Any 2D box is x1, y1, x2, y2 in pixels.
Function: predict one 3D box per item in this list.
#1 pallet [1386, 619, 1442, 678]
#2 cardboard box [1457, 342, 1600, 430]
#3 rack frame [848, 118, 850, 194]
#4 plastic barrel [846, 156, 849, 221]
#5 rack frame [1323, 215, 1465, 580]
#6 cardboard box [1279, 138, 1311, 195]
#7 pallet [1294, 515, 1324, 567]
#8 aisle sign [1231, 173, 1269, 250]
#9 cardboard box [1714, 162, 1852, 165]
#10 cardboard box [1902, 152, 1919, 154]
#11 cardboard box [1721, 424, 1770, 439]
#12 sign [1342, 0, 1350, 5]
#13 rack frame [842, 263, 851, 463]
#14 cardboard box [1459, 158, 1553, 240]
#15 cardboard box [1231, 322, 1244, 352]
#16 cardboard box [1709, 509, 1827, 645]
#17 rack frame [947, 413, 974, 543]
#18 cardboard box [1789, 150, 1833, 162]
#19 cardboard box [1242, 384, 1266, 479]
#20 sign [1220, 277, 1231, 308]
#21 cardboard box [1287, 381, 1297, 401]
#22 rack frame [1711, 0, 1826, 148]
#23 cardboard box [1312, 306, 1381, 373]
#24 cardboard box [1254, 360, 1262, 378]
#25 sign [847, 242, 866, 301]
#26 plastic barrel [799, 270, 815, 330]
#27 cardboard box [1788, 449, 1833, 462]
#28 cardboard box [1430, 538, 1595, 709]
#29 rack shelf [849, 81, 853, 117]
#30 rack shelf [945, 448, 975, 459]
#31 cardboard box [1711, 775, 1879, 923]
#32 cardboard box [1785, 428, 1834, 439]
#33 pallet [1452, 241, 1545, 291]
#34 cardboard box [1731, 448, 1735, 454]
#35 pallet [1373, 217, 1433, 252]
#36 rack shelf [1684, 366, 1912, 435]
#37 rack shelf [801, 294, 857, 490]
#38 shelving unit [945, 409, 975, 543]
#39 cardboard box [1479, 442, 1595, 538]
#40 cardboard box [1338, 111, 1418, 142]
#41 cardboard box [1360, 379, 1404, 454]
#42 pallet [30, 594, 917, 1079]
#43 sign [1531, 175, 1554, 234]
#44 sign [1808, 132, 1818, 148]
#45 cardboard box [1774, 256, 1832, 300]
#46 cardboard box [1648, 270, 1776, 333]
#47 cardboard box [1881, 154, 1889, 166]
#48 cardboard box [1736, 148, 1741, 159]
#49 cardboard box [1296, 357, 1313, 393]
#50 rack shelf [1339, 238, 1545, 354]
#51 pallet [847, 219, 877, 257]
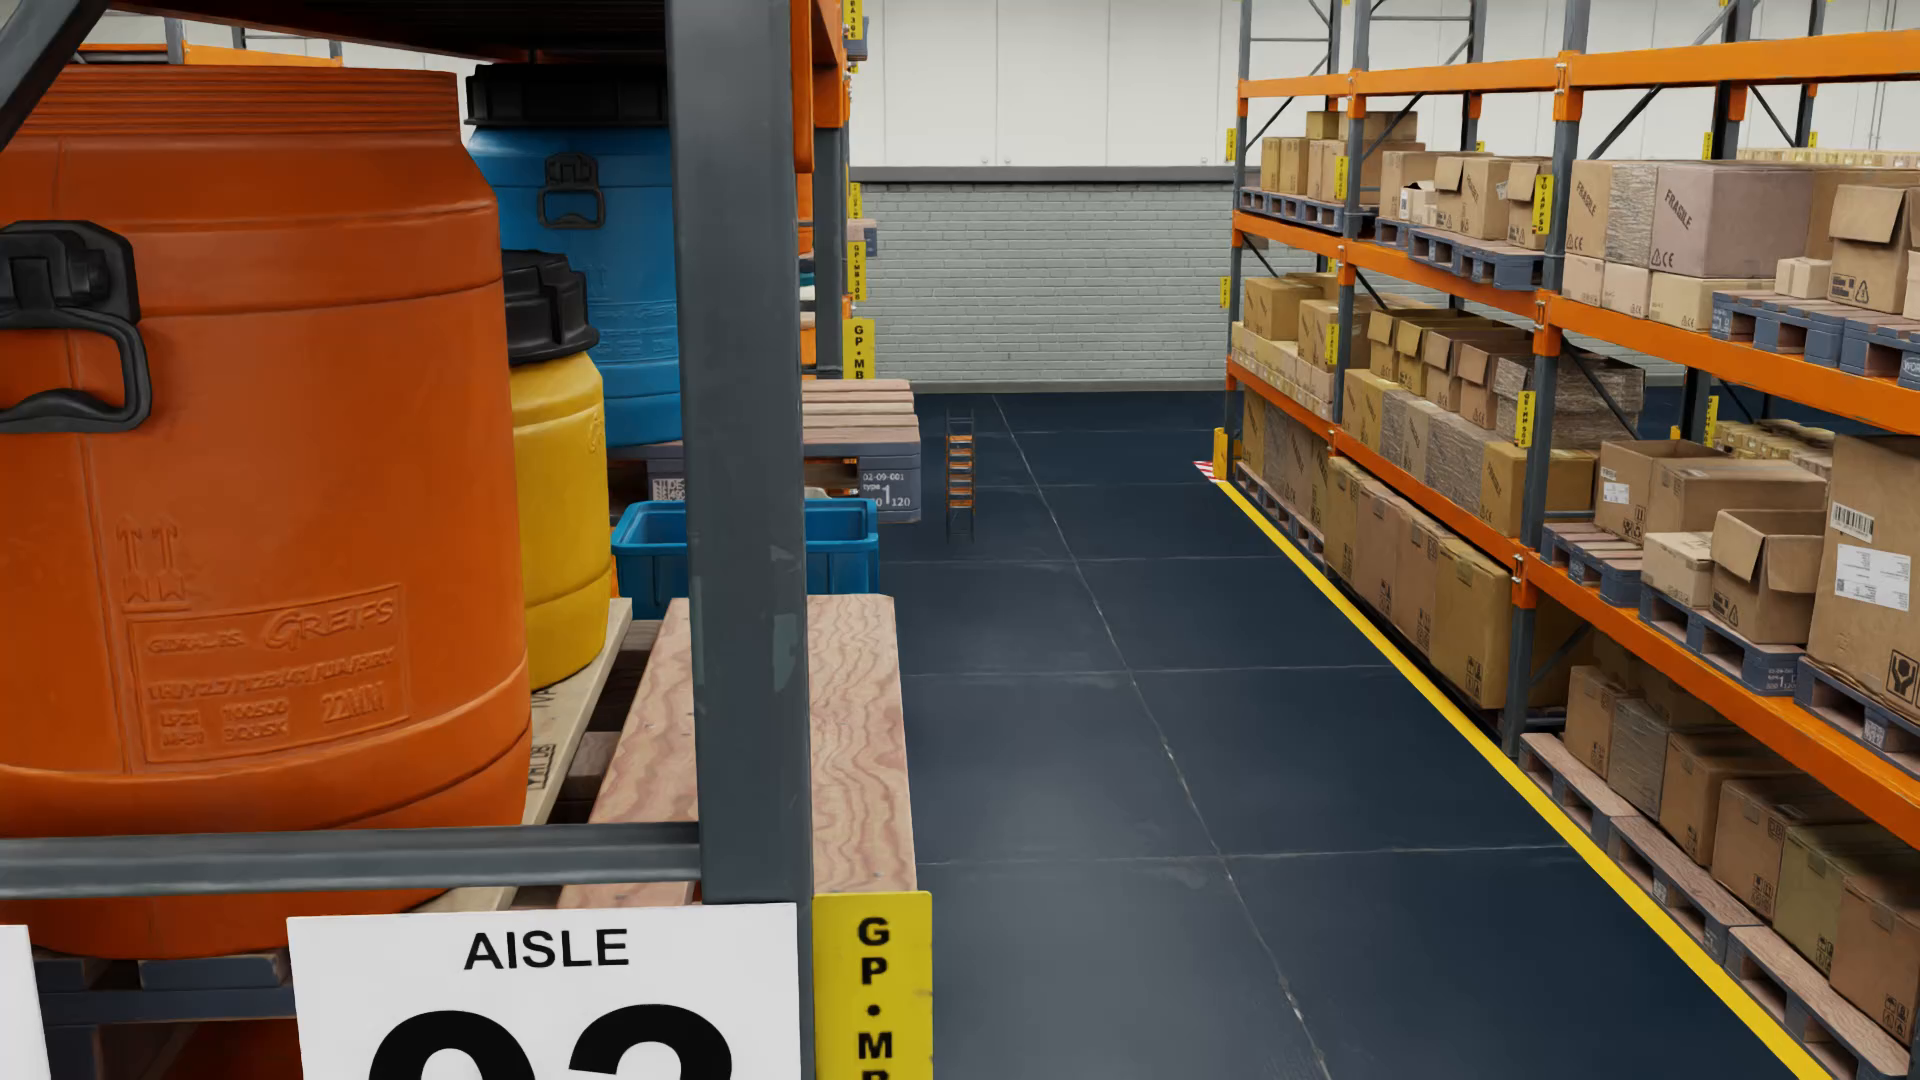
[{"bbox_3d":[3.779,0.702,12.098,1.003,0.211,1.213,-1,14,-3],"label":"pallet"},{"bbox_3d":[3.758,-1.027,11.007,0.797,0.503,0.637,-1,14,-2],"label":"cardboard box"},{"bbox_3d":[-1.614,-4.967,16.495,1.000,3.000,0.127,-1,14,-3],"label":"rack frame"},{"bbox_3d":[-1.107,-2.590,12.057,0.600,0.588,0.600,0,14,0],"label":"plastic barrel"},{"bbox_3d":[3.577,-1.143,13.674,1.000,3.000,0.127,-1,14,-3],"label":"rack frame"},{"bbox_3d":[3.410,-3.493,15.541,0.700,0.500,0.500,-2,15,-7],"label":"cardboard box"},{"bbox_3d":[3.608,0.017,14.761,1.003,0.211,1.213,-1,14,-3],"label":"pallet"},{"bbox_3d":[3.025,-3.410,17.268,0.394,0.787,0.004,-1,14,-3],"label":"aisle sign"},{"bbox_3d":[4.147,-1.650,8.417,0.500,0.500,0.500,-1,14,-4],"label":"cardboard box"},{"bbox_3d":[8.724,-3.414,14.975,0.380,0.149,0.250,0,14,-1],"label":"cardboard box"},{"bbox_3d":[8.116,-1.098,17.182,0.380,0.149,0.250,-1,14,-2],"label":"cardboard box"},{"bbox_3d":[3.872,-5.539,16.685,0.100,0.325,0.005,-1,14,-3],"label":"sign"},{"bbox_3d":[-1.119,-0.072,9.510,1.000,3.000,0.127,-1,14,-3],"label":"rack frame"},{"bbox_3d":[3.574,-2.217,10.783,0.500,0.500,0.500,0,14,0],"label":"cardboard box"},{"bbox_3d":[3.089,-2.086,17.041,0.500,0.250,0.500,-1,14,-5],"label":"cardboard box"},{"bbox_3d":[3.873,0.163,7.546,0.797,0.503,0.637,1,14,2],"label":"cardboard box"},{"bbox_3d":[0.007,-0.555,14.998,0.240,1.200,0.006,-1,14,-3],"label":"rack frame"},{"bbox_3d":[8.078,-3.598,15.693,0.380,0.149,0.250,0,14,-2],"label":"cardboard box"},{"bbox_3d":[3.449,-1.154,17.139,0.875,0.875,0.875,-1,14,-3],"label":"cardboard box"},{"bbox_3d":[2.775,-2.589,17.395,0.100,0.325,0.005,-1,14,-3],"label":"sign"},{"bbox_3d":[3.167,-1.348,14.975,0.380,0.149,0.250,-1,14,-2],"label":"cardboard box"},{"bbox_3d":[8.286,-5.095,16.992,1.000,3.000,0.127,-1,14,-3],"label":"rack frame"},{"bbox_3d":[3.282,-1.688,13.990,0.500,0.500,0.500,0,14,-2],"label":"cardboard box"},{"bbox_3d":[3.087,-1.667,16.215,0.380,0.149,0.250,-1,14,-5],"label":"cardboard box"},{"bbox_3d":[-0.570,-1.484,9.189,0.100,0.325,0.005,-1,14,-3],"label":"sign"},{"bbox_3d":[-0.807,-1.145,7.938,0.301,0.262,0.301,0,14,0],"label":"plastic barrel"},{"bbox_3d":[8.192,-0.777,15.934,0.380,0.149,0.250,-1,14,-3],"label":"cardboard box"},{"bbox_3d":[3.803,0.505,10.688,1.225,0.875,0.875,-2,15,-6],"label":"cardboard box"},{"bbox_3d":[-1.490,-3.927,14.701,1.077,0.370,4.000,-1,14,-3],"label":"rack shelf"},{"bbox_3d":[0.001,-0.767,15.038,0.258,0.103,0.180,-1,14,-3],"label":"rack shelf"},{"bbox_3d":[4.010,1.433,7.795,0.700,0.500,0.500,-2,15,-8],"label":"cardboard box"},{"bbox_3d":[8.673,-1.047,16.983,0.380,0.149,0.250,-1,14,-5],"label":"cardboard box"},{"bbox_3d":[3.732,-1.669,10.076,1.213,0.211,1.003,0,14,-1],"label":"pallet"},{"bbox_3d":[8.126,-0.893,16.984,0.380,0.149,0.250,-1,14,-3],"label":"cardboard box"},{"bbox_3d":[3.683,-2.276,12.440,0.805,0.209,1.217,-1,15,-6],"label":"pallet"},{"bbox_3d":[8.410,-1.344,15.896,1.077,0.370,4.000,-1,14,-3],"label":"rack shelf"},{"bbox_3d":[-0.995,-0.679,7.293,1.077,0.370,4.000,-1,14,-3],"label":"rack shelf"},{"bbox_3d":[0.001,-0.577,15.087,0.258,1.200,0.189,-1,14,-3],"label":"shelving unit"},{"bbox_3d":[3.547,-0.316,10.257,0.500,0.500,0.500,0,14,-2],"label":"cardboard box"},{"bbox_3d":[3.525,-3.493,14.039,0.500,0.250,0.500,-2,15,-7],"label":"cardboard box"},{"bbox_3d":[3.388,-0.948,12.716,0.500,0.500,0.500,-1,14,-3],"label":"cardboard box"},{"bbox_3d":[-0.577,0.349,2.232,1.003,0.211,1.213,-1,14,-3],"label":"pallet"},{"bbox_3d":[3.270,-1.883,9.334,0.100,0.325,0.005,-1,14,-3],"label":"sign"},{"bbox_3d":[8.841,-4.075,17.270,0.100,0.325,0.005,-1,14,-3],"label":"sign"},{"bbox_3d":[3.857,-1.161,7.350,0.380,0.166,0.250,-1,14,-5],"label":"cardboard box"},{"bbox_3d":[3.673,-1.152,7.990,0.500,0.250,0.500,-1,14,-2],"label":"cardboard box"},{"bbox_3d":[8.259,-3.276,14.442,0.380,0.149,0.250,0,14,-1],"label":"cardboard box"},{"bbox_3d":[8.079,-3.921,16.946,0.380,0.149,0.250,-1,14,-4],"label":"cardboard box"},{"bbox_3d":[3.253,-1.449,14.566,0.500,0.250,0.500,0,14,-2],"label":"cardboard box"},{"bbox_3d":[3.701,-1.750,11.456,1.077,0.370,4.000,-1,14,-3],"label":"rack shelf"},{"bbox_3d":[-1.220,-2.235,12.274,1.213,0.211,1.003,-1,14,-3],"label":"pallet"}]
